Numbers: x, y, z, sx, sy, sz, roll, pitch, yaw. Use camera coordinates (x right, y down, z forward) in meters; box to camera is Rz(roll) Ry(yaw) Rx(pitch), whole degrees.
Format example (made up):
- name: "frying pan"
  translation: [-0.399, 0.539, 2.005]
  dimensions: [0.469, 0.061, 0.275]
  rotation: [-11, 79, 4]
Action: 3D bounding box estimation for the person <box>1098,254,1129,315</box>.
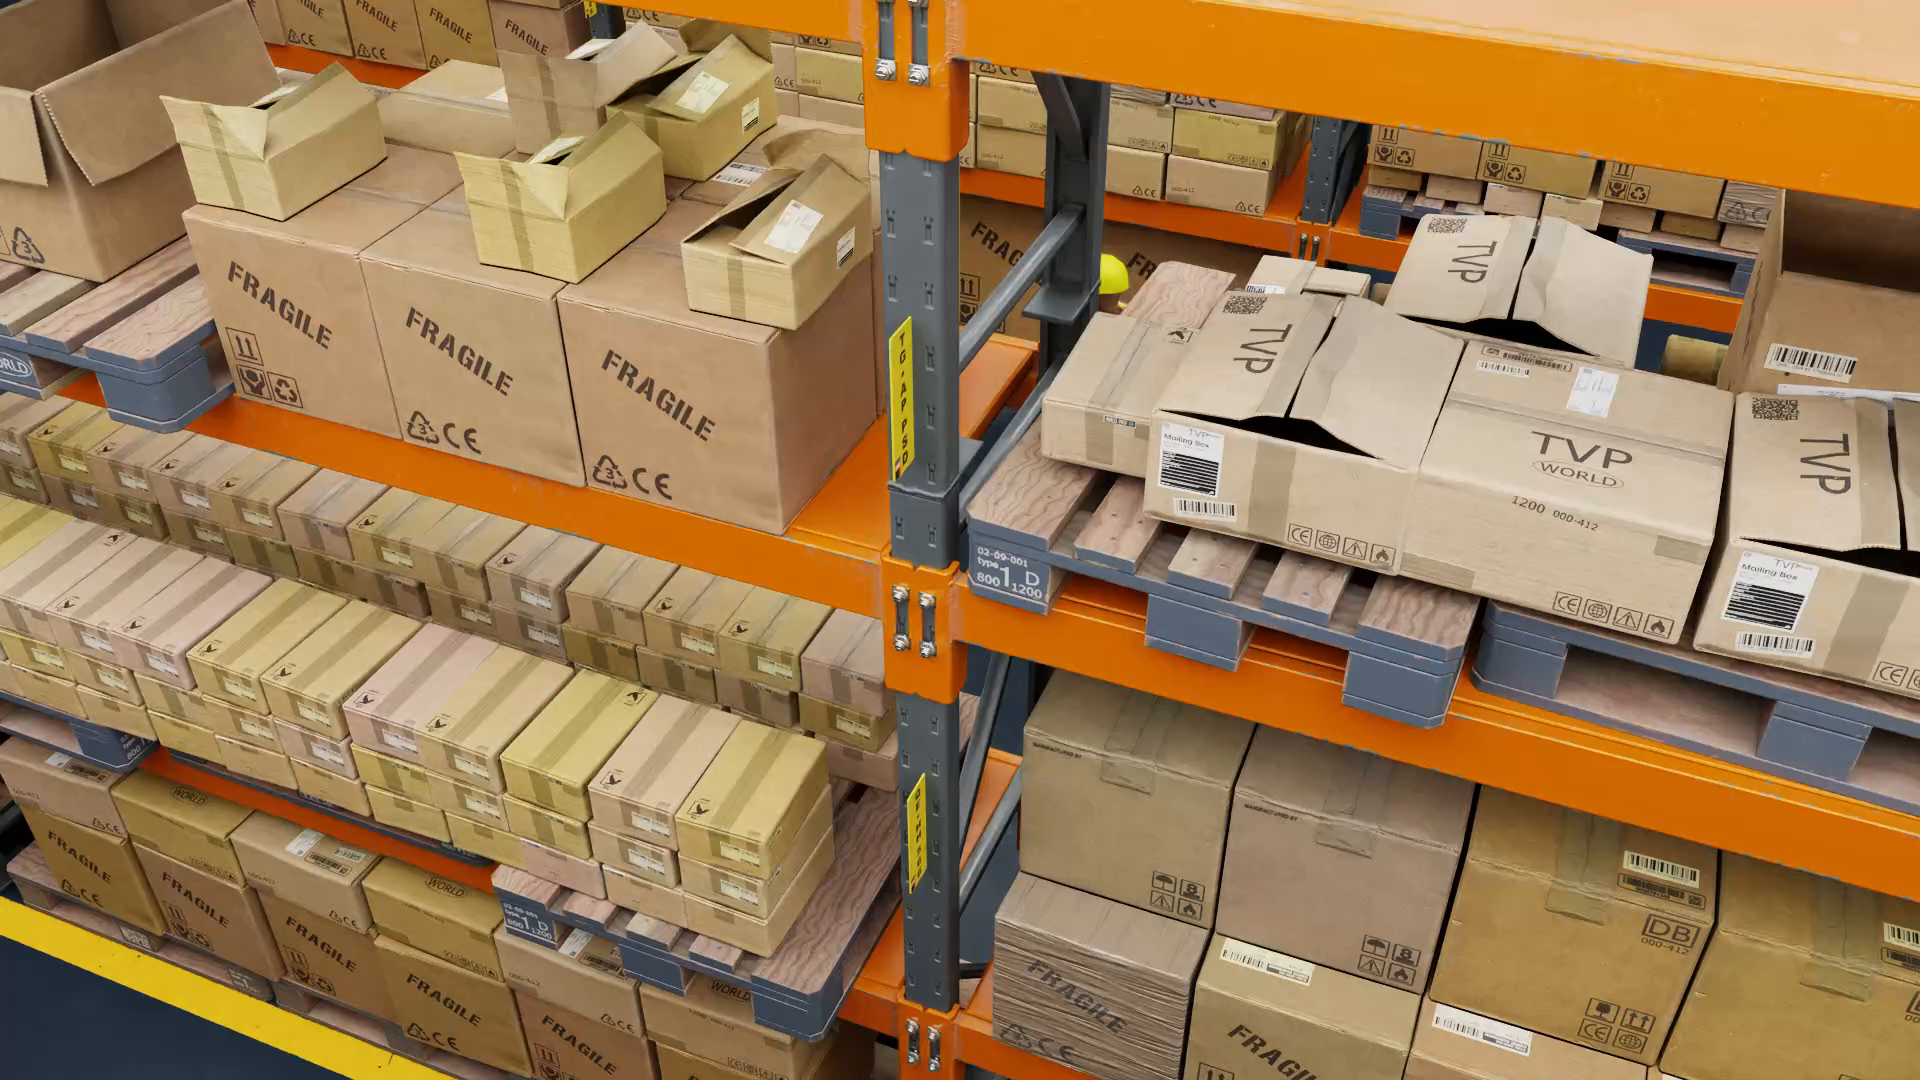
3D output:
- name: "person"
  translation: [0.673, -0.465, 7.419]
  dimensions: [0.640, 1.765, 0.592]
  rotation: [-8, 38, -10]
